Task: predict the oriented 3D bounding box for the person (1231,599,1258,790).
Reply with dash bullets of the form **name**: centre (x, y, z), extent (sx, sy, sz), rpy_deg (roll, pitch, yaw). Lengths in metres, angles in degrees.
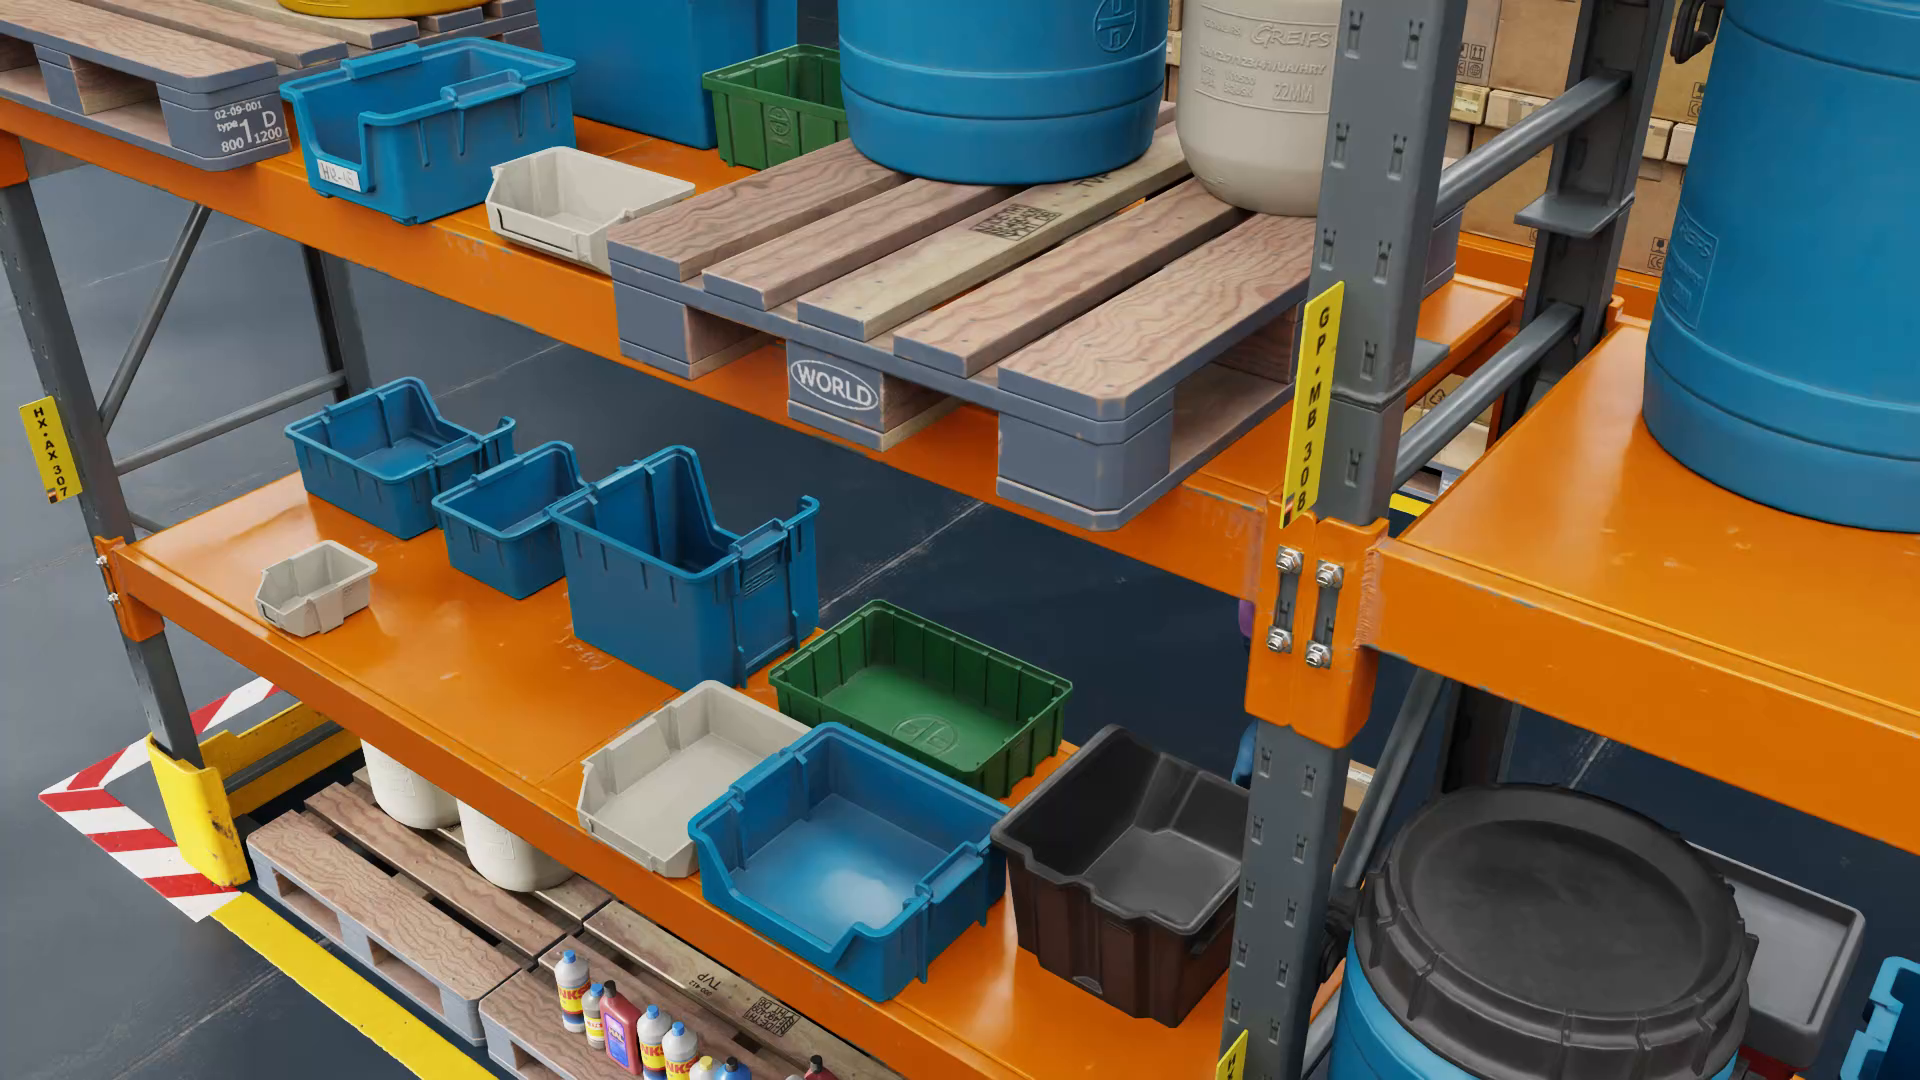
- **person**: centre (1.130, 0.298, 5.654), extent (0.343, 1.593, 0.461), rpy_deg (22, 38, 31)
